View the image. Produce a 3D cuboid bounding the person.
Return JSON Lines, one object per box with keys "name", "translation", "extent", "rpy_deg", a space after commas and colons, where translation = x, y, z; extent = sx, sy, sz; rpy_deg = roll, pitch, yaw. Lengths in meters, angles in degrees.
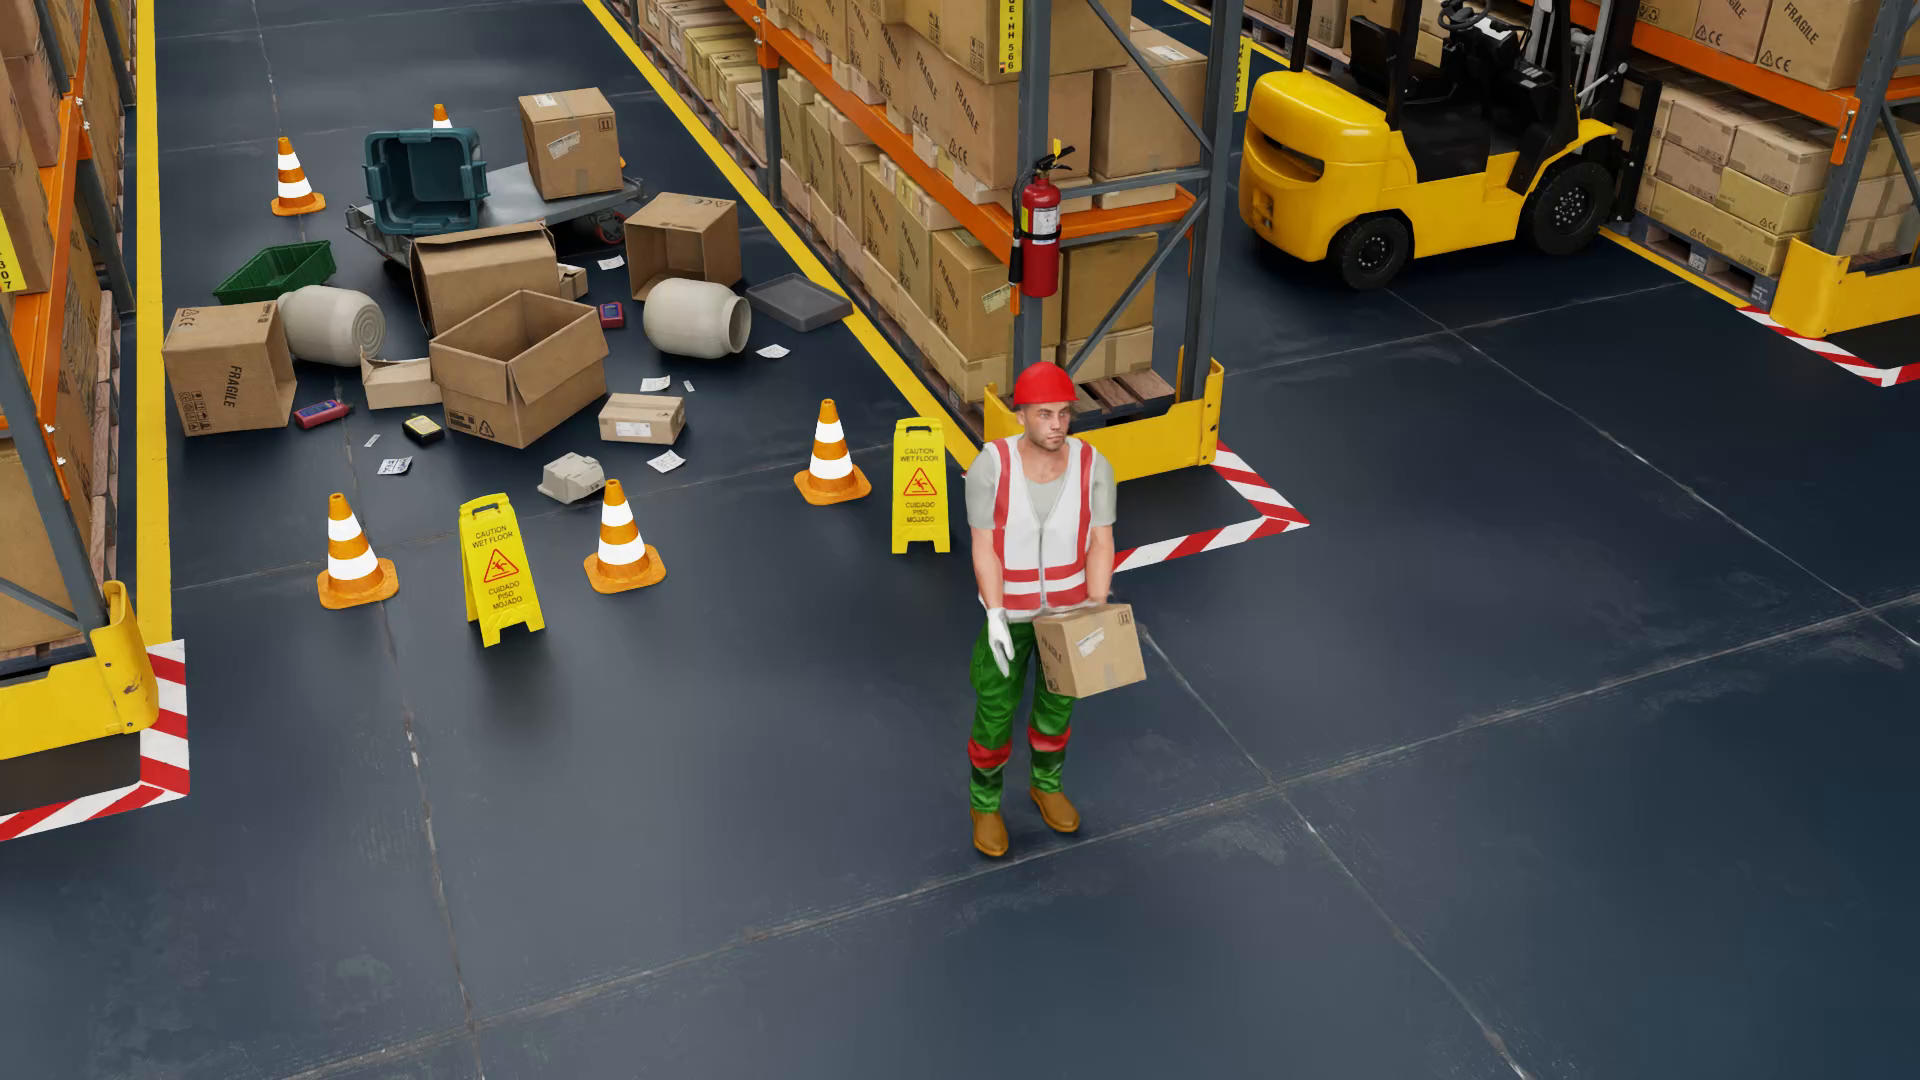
{"name": "person", "translation": [0.285, 0.266, 5.705], "extent": [0.514, 1.793, 0.524], "rpy_deg": [-4, 33, -6]}
